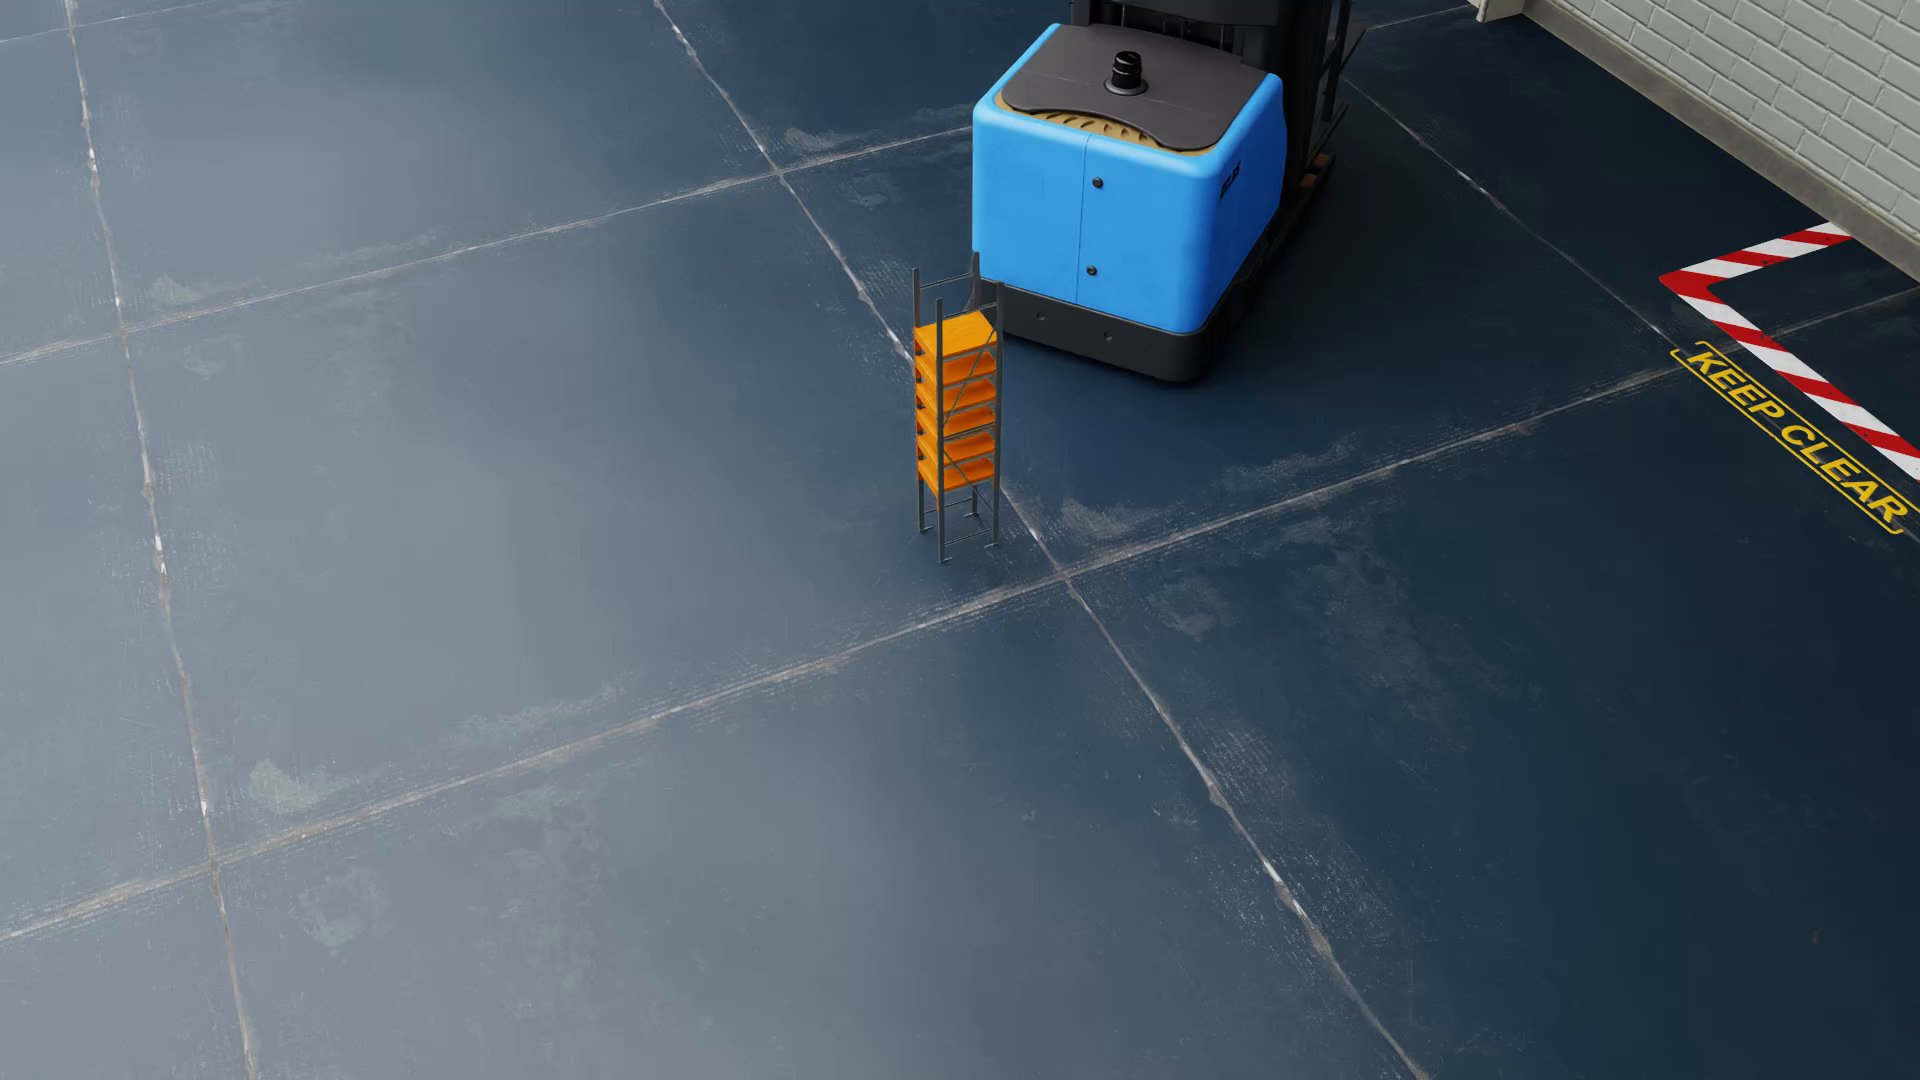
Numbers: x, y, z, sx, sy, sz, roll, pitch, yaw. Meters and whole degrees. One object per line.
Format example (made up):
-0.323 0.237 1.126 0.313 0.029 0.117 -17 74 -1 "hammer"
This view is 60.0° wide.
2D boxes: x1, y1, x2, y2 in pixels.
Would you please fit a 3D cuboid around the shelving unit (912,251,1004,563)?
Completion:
-0.006 -0.436 5.838 0.258 1.200 0.189 -18 47 -17 "shelving unit"

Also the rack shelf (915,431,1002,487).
-0.006 -0.319 5.953 0.258 0.103 0.180 -18 47 -17 "rack shelf"

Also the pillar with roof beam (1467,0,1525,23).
-0.986 -4.942 4.851 9.100 9.000 0.400 -18 47 -17 "pillar with roof beam"

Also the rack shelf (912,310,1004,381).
-0.006 -0.661 5.616 0.258 0.103 0.180 -18 47 -17 "rack shelf"

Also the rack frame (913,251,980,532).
-0.045 -0.495 5.897 0.240 1.200 0.006 -18 47 -17 "rack frame"

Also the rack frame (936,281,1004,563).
0.032 -0.378 5.779 0.240 1.200 0.006 -18 47 -17 "rack frame"

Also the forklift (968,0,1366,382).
1.140 -2.728 6.928 1.130 2.935 3.031 19 48 18 "forklift"

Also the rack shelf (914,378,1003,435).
-0.006 -0.490 5.785 0.258 0.103 0.180 -18 47 -17 "rack shelf"

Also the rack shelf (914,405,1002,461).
-0.006 -0.405 5.869 0.258 0.103 0.180 -18 47 -17 "rack shelf"

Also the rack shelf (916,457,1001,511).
-0.006 -0.234 6.038 0.258 0.103 0.180 -18 47 -17 "rack shelf"

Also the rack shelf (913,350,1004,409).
-0.006 -0.576 5.701 0.258 0.103 0.180 -18 47 -17 "rack shelf"
